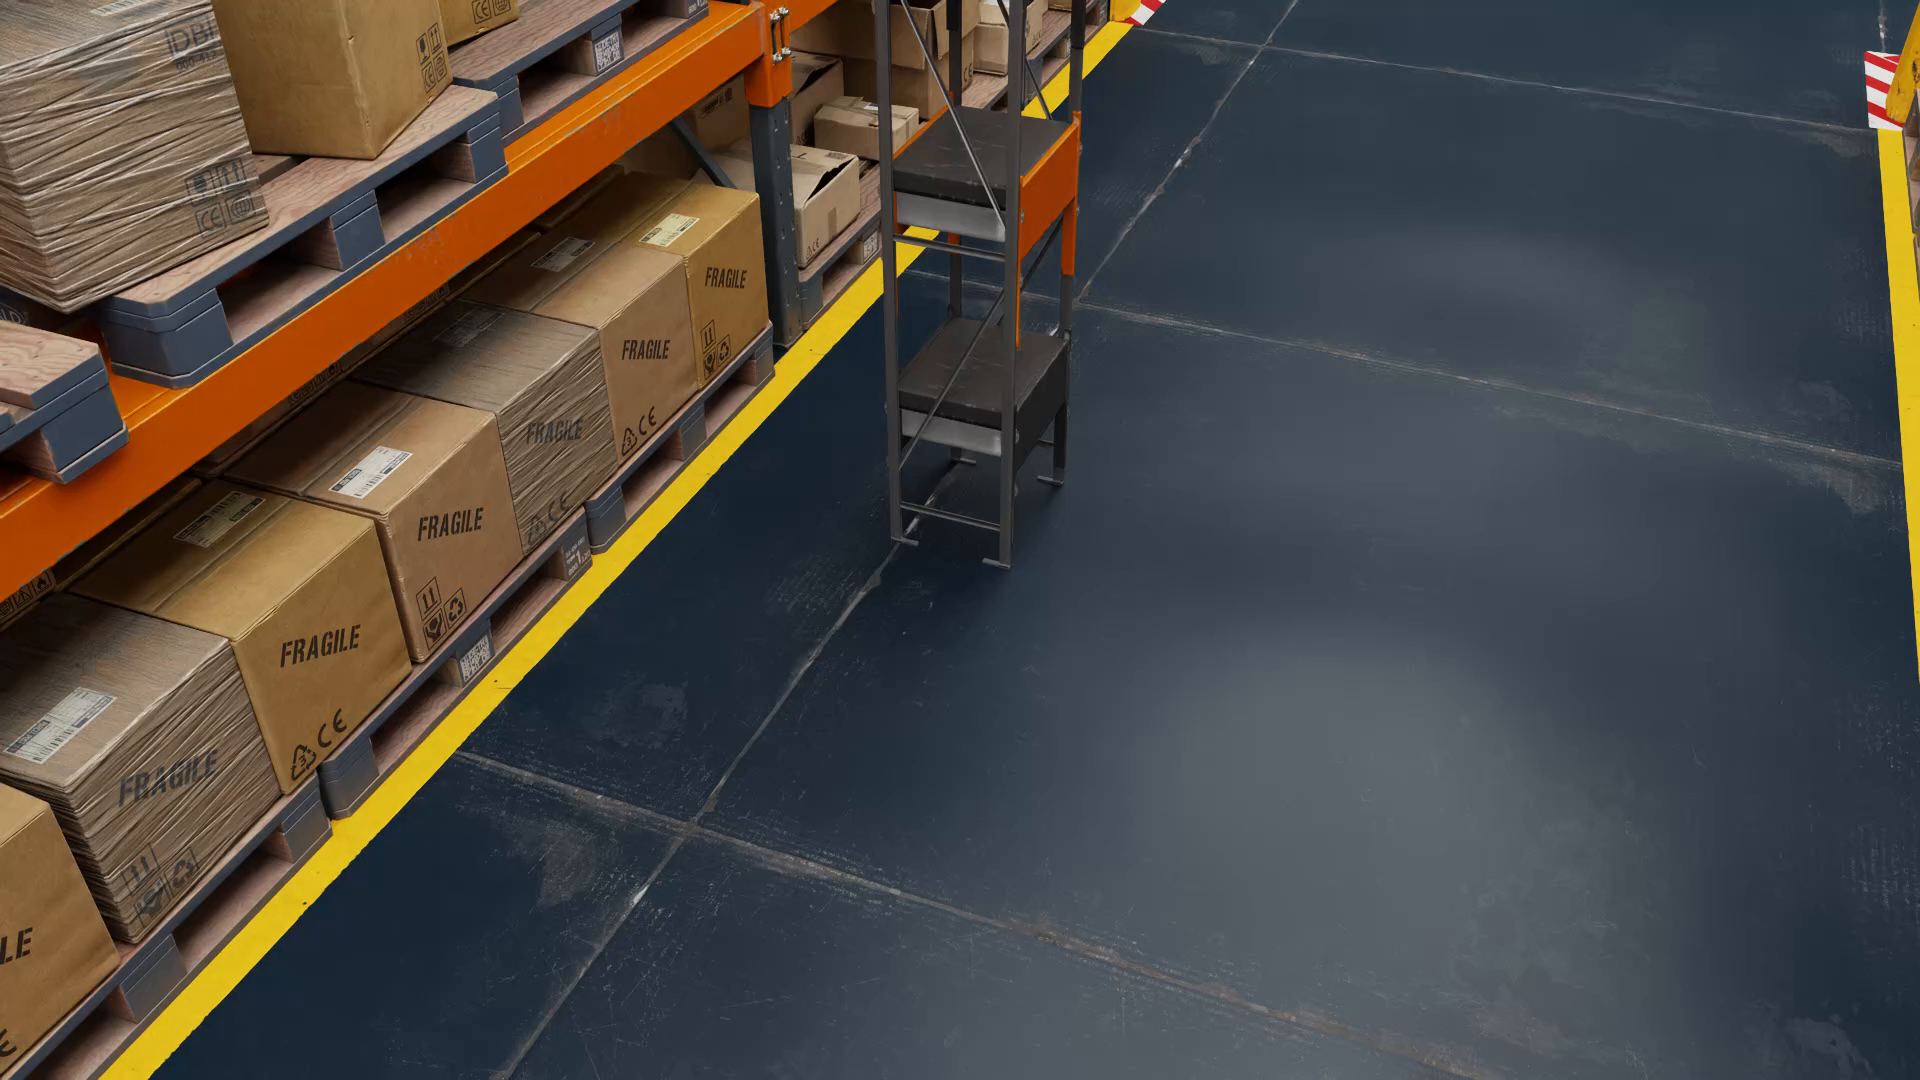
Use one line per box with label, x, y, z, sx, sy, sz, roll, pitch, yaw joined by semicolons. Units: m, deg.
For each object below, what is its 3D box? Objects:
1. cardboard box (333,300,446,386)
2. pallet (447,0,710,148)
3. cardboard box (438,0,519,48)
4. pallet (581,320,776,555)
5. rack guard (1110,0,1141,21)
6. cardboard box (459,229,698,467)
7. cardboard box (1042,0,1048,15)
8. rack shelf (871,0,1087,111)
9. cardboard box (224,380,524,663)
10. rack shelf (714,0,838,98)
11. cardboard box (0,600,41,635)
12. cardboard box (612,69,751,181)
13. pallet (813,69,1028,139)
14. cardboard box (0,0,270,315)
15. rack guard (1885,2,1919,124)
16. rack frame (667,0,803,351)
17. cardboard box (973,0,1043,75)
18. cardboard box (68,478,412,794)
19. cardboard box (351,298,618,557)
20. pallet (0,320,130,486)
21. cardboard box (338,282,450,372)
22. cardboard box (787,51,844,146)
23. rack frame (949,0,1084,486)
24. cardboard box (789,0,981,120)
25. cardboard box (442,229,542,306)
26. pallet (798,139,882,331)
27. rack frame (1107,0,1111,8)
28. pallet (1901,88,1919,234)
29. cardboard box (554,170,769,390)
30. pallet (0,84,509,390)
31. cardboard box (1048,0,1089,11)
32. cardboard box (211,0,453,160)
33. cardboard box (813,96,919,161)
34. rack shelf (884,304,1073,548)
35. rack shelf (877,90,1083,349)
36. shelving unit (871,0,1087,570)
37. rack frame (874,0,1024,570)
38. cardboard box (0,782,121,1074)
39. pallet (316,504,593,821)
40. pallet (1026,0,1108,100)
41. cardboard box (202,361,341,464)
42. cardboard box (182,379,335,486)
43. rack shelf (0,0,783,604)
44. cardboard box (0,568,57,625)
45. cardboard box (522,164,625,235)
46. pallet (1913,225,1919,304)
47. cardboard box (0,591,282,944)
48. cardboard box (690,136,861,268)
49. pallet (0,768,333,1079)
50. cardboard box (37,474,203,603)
cardboard box;-1.877;-0.444;5.059;0.500;0.500;0.500;14;39;18
pallet;-1.483;-1.560;4.992;1.003;0.211;1.213;14;39;18
cardboard box;-1.668;-1.656;4.526;0.700;0.500;0.500;20;41;25
pallet;-1.353;-0.478;5.714;1.003;0.211;1.213;14;39;18
rack guard;0.415;-3.226;9.148;1.175;0.500;0.348;14;39;18
cardboard box;-1.197;-0.619;5.293;0.500;0.500;0.500;14;39;18
cardboard box;0.227;-2.749;8.422;0.380;0.166;0.250;14;39;18
rack shelf;0.063;-1.482;4.333;0.431;0.518;0.480;14;39;18
cardboard box;-1.580;-0.059;4.544;0.500;0.500;0.500;13;39;16
rack shelf;-0.317;-2.874;7.190;1.077;0.370;4.000;14;39;18
cardboard box;-2.462;0.414;3.911;0.500;0.500;0.500;15;39;20
cardboard box;-1.124;-1.609;6.618;0.500;0.500;0.500;14;39;18
pallet;-0.353;-1.995;7.743;1.003;0.211;1.213;14;39;18
cardboard box;-1.940;-0.885;3.495;0.700;0.500;0.500;21;42;26
rack guard;5.020;-2.154;7.714;1.175;0.500;0.348;14;39;18
rack frame;-1.078;-2.054;5.493;1.000;3.000;0.127;14;39;18
cardboard box;0.075;-2.468;7.975;0.500;0.250;0.500;14;39;18
cardboard box;-1.773;0.231;4.156;0.500;0.500;0.500;13;39;17
cardboard box;-1.388;-0.342;4.922;0.500;0.500;0.500;14;39;18
pallet;-2.407;-0.154;3.111;1.213;0.211;1.003;14;39;18
cardboard box;-1.868;-0.764;4.860;0.500;0.250;0.500;14;39;18
cardboard box;-0.838;-1.949;7.230;0.500;0.311;0.500;14;39;18
rack frame;0.156;-1.068;4.925;0.400;2.100;0.015;14;39;18
cardboard box;-0.368;-2.272;7.502;0.797;0.503;0.637;14;39;18
cardboard box;-1.680;-0.719;5.427;0.500;0.500;0.500;14;39;18
pallet;-0.816;-1.317;6.836;1.003;0.211;1.213;14;39;18
rack frame;0.444;-4.269;8.456;1.000;3.000;0.127;14;39;18
pallet;4.673;-1.574;7.179;1.003;0.211;1.213;14;39;18
cardboard box;-1.001;-0.891;5.657;0.500;0.500;0.500;14;39;17
pallet;-1.865;-0.841;4.029;1.003;0.211;1.213;14;39;18
cardboard box;0.465;-3.087;8.595;0.500;0.500;0.500;14;39;18
cardboard box;-1.693;-1.270;4.010;0.700;0.500;0.500;5;37;6
cardboard box;-0.399;-1.760;7.098;0.380;0.166;0.250;14;39;18
rack shelf;0.063;-0.361;5.171;0.431;0.518;0.480;14;39;18
rack shelf;0.063;-0.922;4.752;0.431;0.518;0.480;14;39;18
shelving unit;0.063;-0.933;4.744;0.431;2.100;0.503;14;39;18
rack frame;-0.030;-0.798;4.563;0.400;2.100;0.015;14;39;18
cardboard box;-2.163;0.798;3.397;0.500;0.500;0.500;15;39;20
pallet;-1.816;0.199;4.807;1.003;0.211;1.213;14;39;18
pallet;0.112;-2.668;8.644;1.003;0.211;1.213;14;39;18
cardboard box;-2.059;-0.486;4.489;0.500;0.250;0.500;13;39;17
cardboard box;-2.070;-0.164;4.685;0.500;0.500;0.500;12;39;16
rack shelf;-1.839;-0.659;4.227;1.077;0.370;4.000;14;39;18
cardboard box;-2.444;0.082;3.730;0.500;0.250;0.500;15;39;19
cardboard box;-1.488;-1.017;5.826;0.500;0.500;0.500;12;38;16
pallet;4.208;-0.901;6.279;1.003;0.211;1.213;14;39;18
cardboard box;-1.969;0.507;3.786;0.500;0.500;0.500;12;39;16
cardboard box;-0.719;-1.337;6.411;0.500;0.311;0.500;14;39;18
pallet;-2.281;0.872;3.906;1.003;0.211;1.213;14;39;18
cardboard box;-2.264;0.128;4.294;0.500;0.500;0.500;12;39;16
